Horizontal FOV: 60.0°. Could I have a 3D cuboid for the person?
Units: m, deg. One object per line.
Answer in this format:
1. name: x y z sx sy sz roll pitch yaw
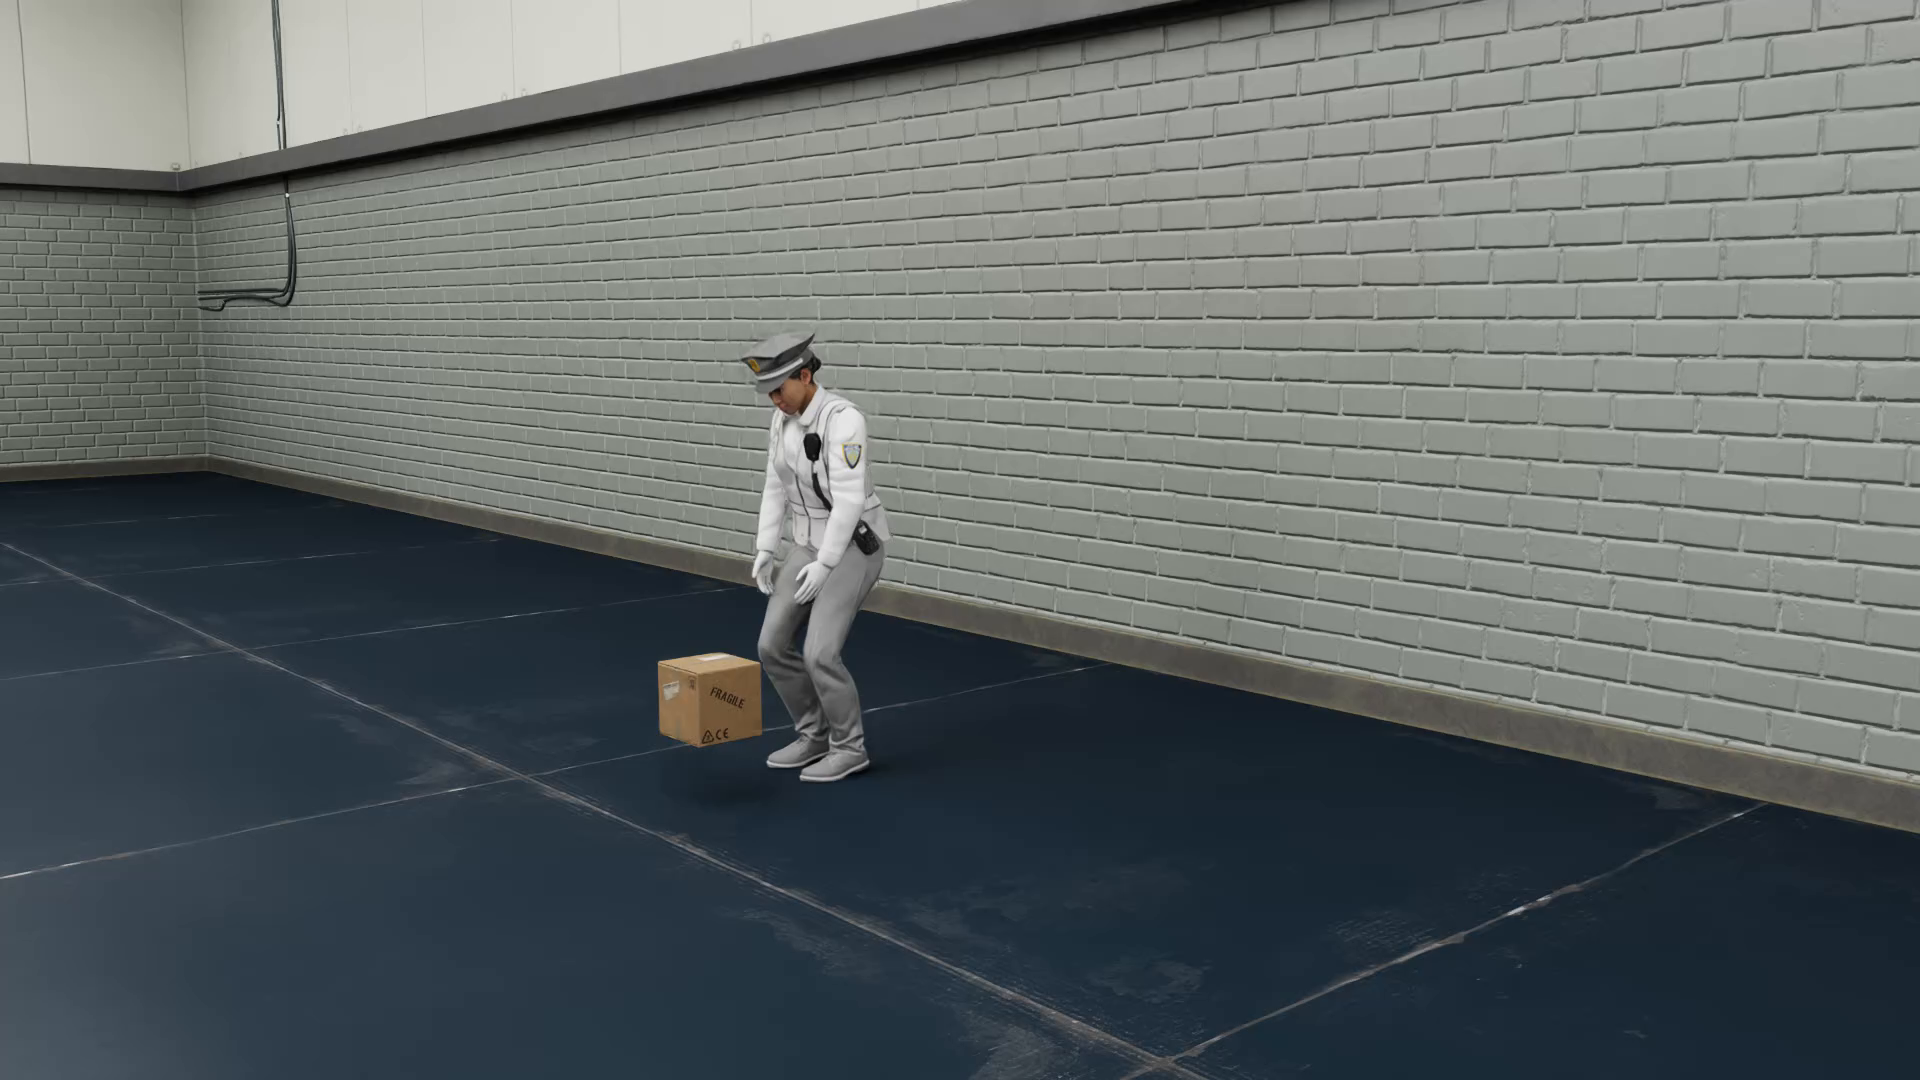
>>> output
1. person: -0.501 0.057 5.806 0.548 1.559 0.520 -6 10 -40
